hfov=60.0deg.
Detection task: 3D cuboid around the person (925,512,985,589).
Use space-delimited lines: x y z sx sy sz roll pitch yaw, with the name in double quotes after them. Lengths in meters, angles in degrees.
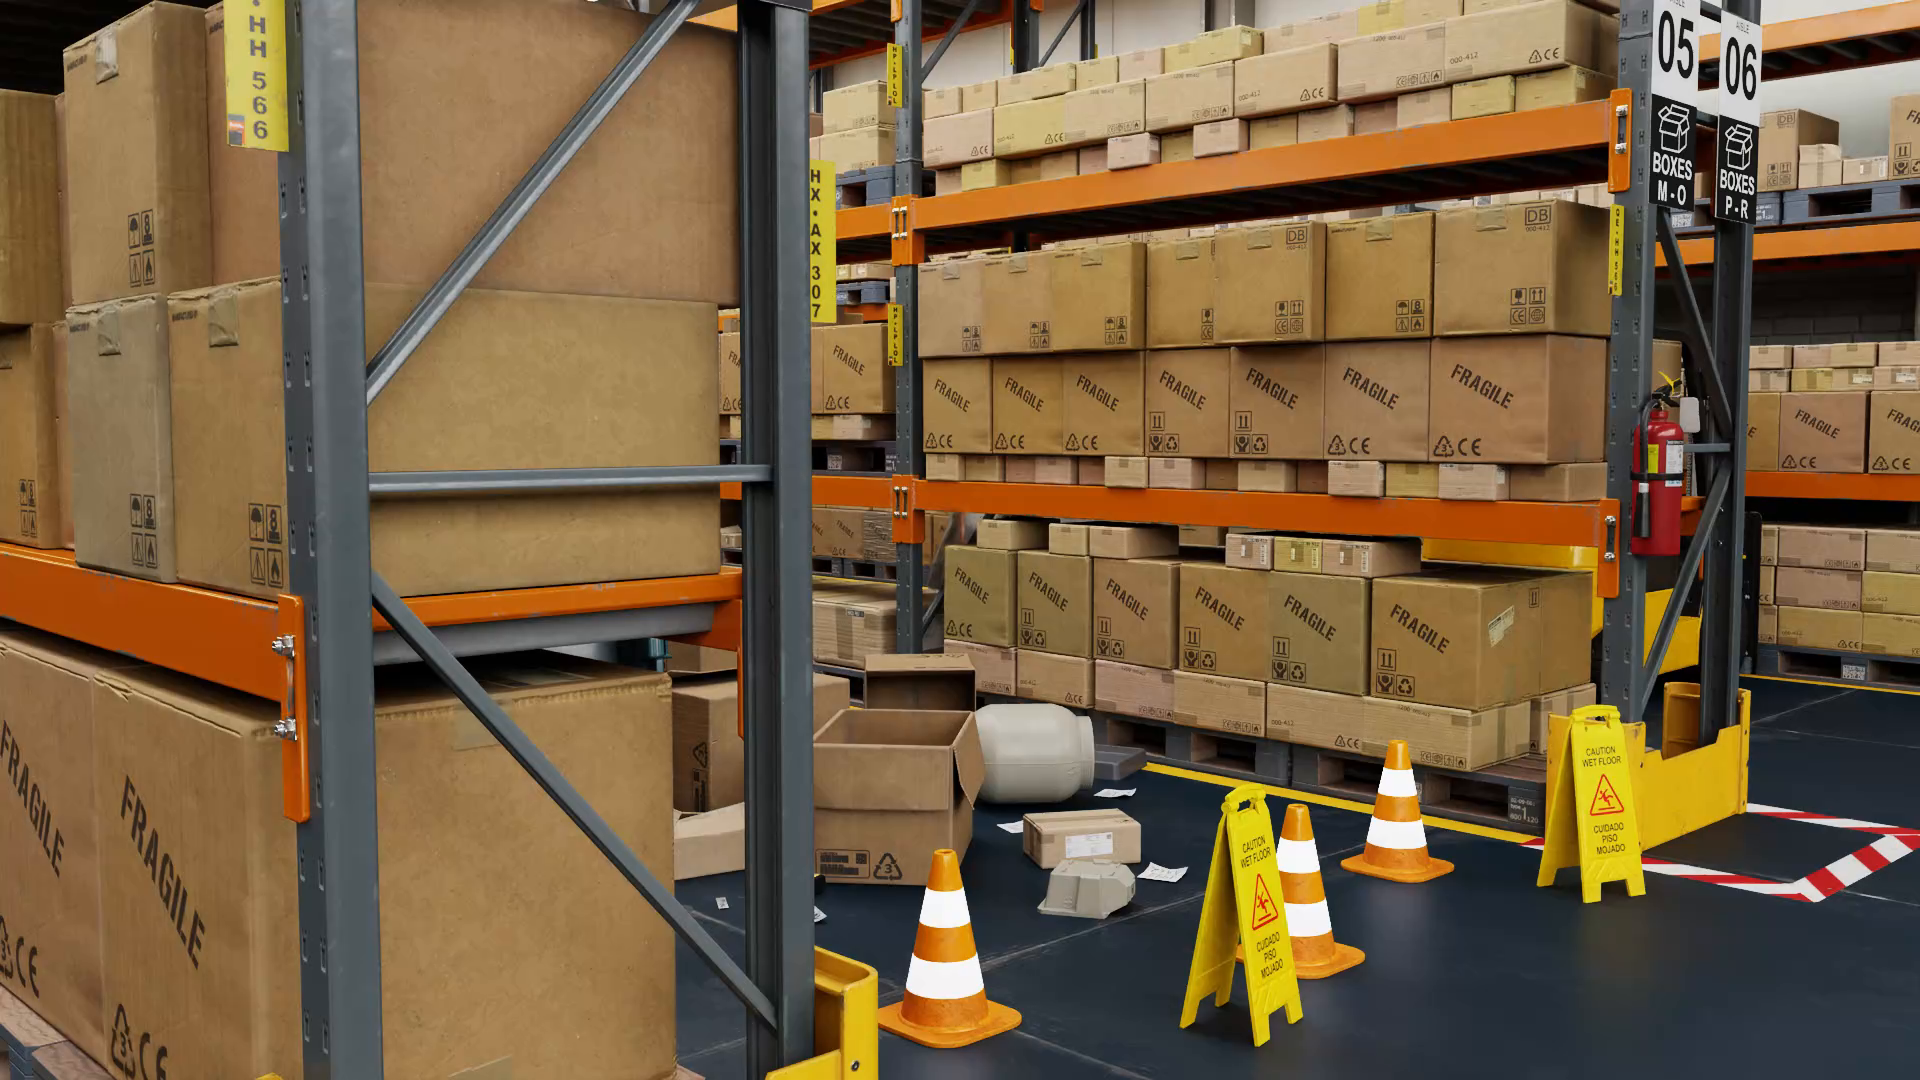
0.033 -0.123 12.629 0.485 1.607 1.030 -4 5 -42 "person"
